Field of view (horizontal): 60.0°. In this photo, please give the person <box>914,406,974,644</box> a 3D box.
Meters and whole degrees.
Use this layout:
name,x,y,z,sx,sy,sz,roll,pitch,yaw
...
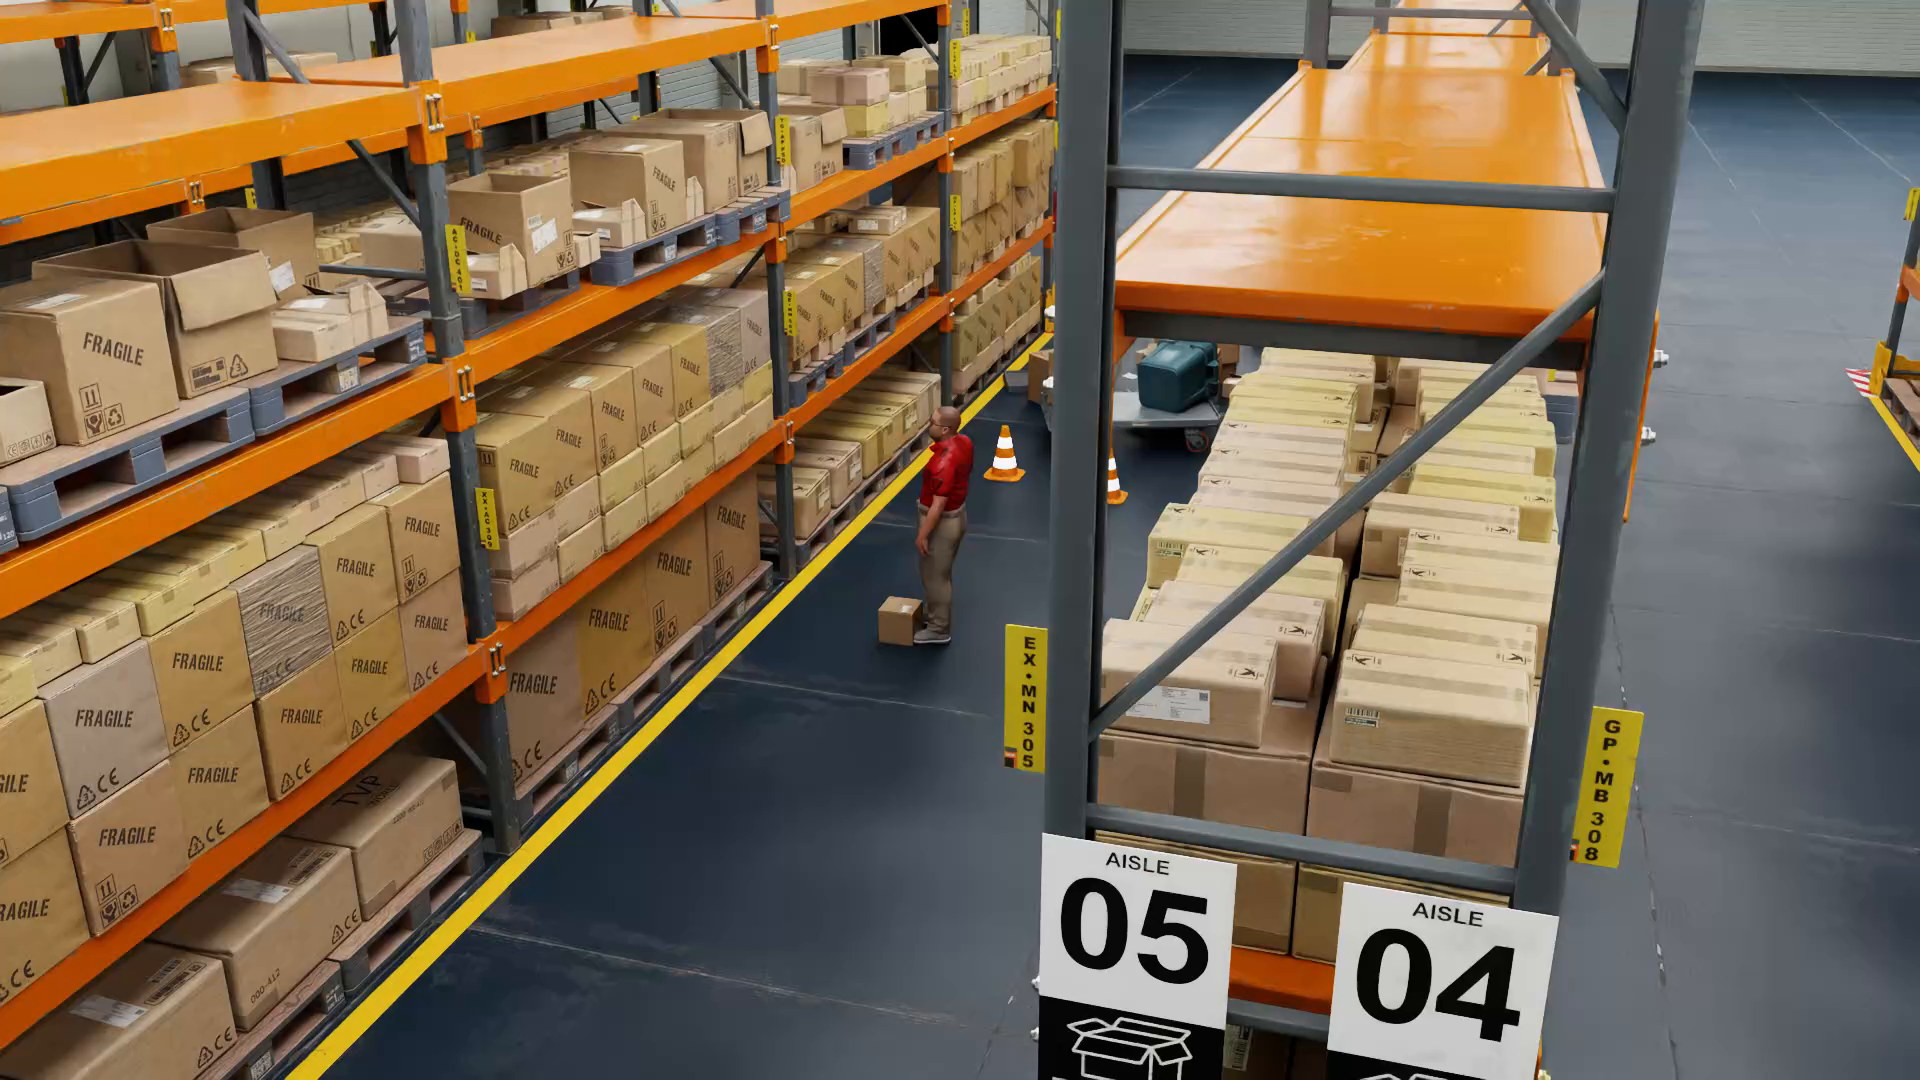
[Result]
name,x,y,z,sx,sy,sz,roll,pitch,yaw
person,-0.213,-0.112,11.394,0.550,1.728,0.642,6,23,16
